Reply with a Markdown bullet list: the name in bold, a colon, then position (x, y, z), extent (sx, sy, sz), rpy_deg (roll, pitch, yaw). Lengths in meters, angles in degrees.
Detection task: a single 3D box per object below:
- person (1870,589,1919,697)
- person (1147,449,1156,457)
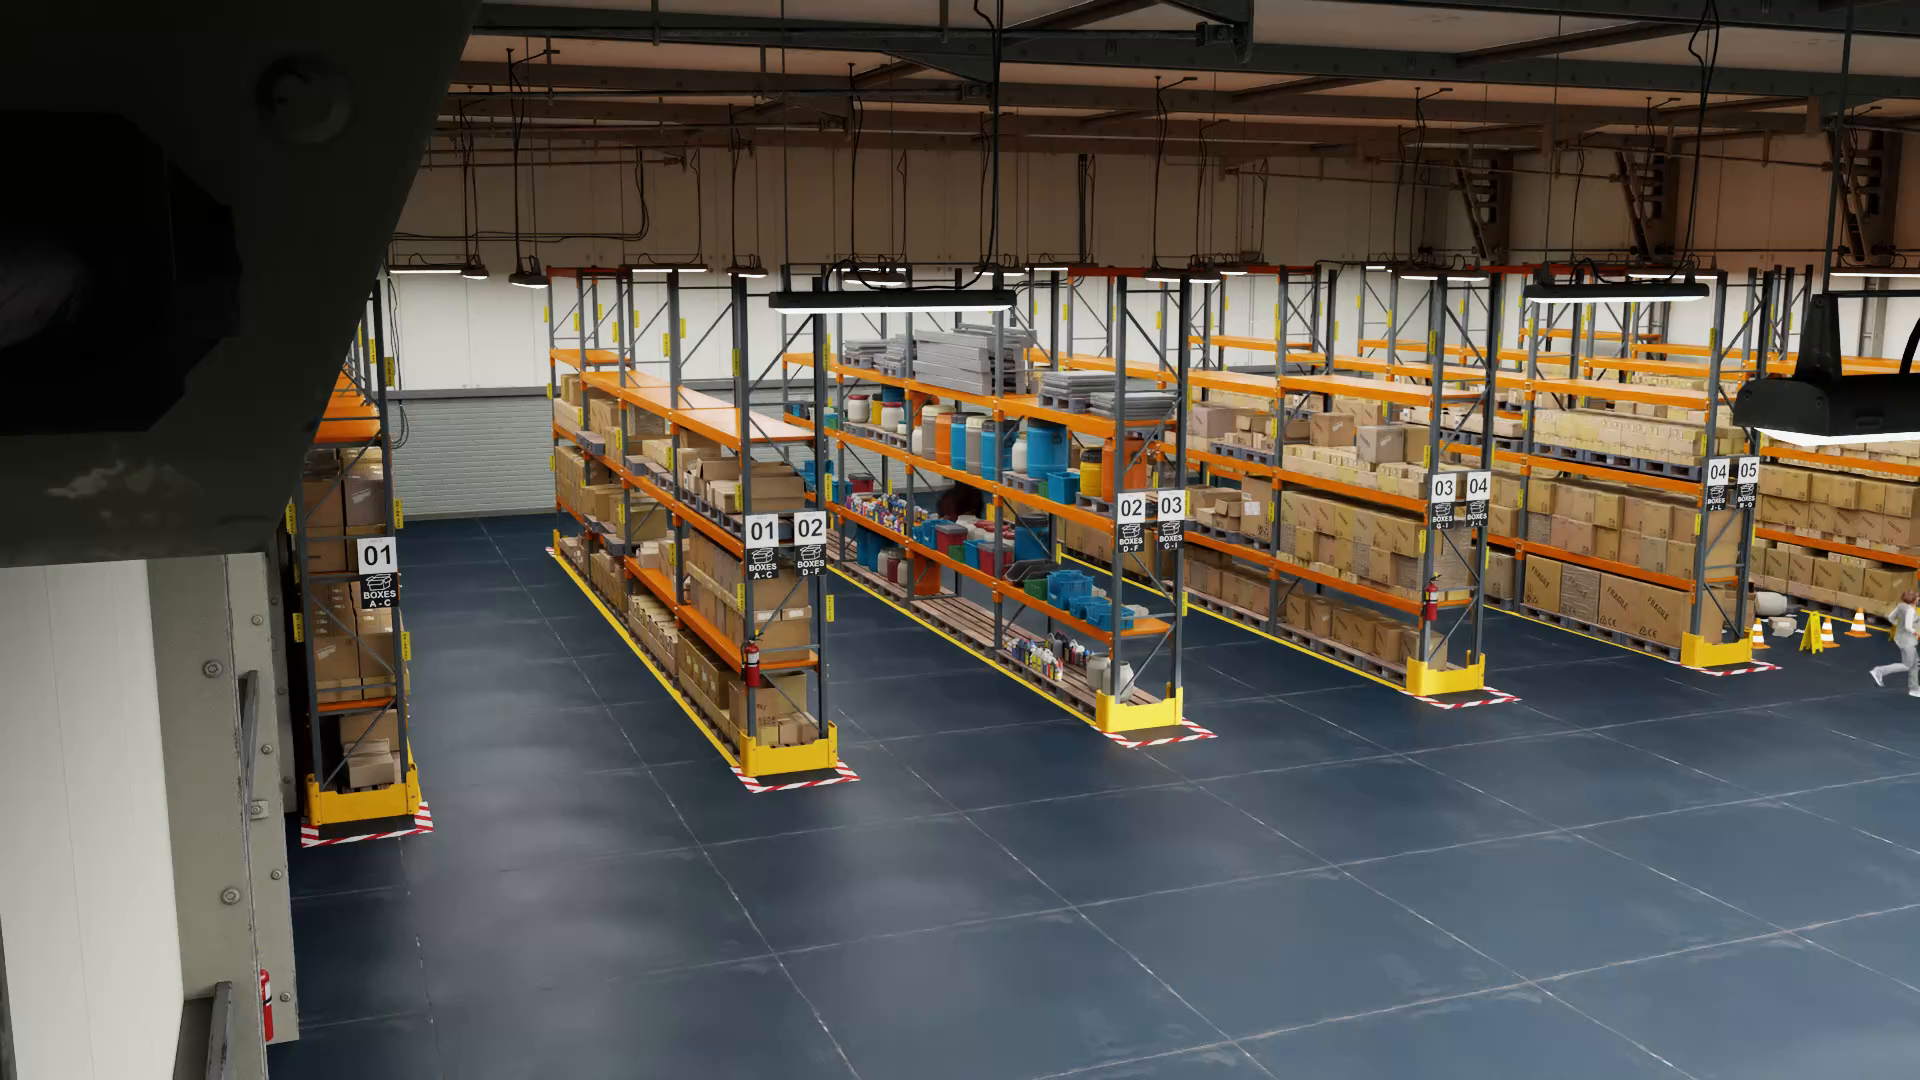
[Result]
- **person**: position (13.458, 1.472, 23.714), extent (0.815, 1.585, 0.546), rpy_deg (2, 10, 13)
- **person**: position (4.707, -1.557, 41.018), extent (0.573, 1.617, 0.590), rpy_deg (-8, 13, -40)
